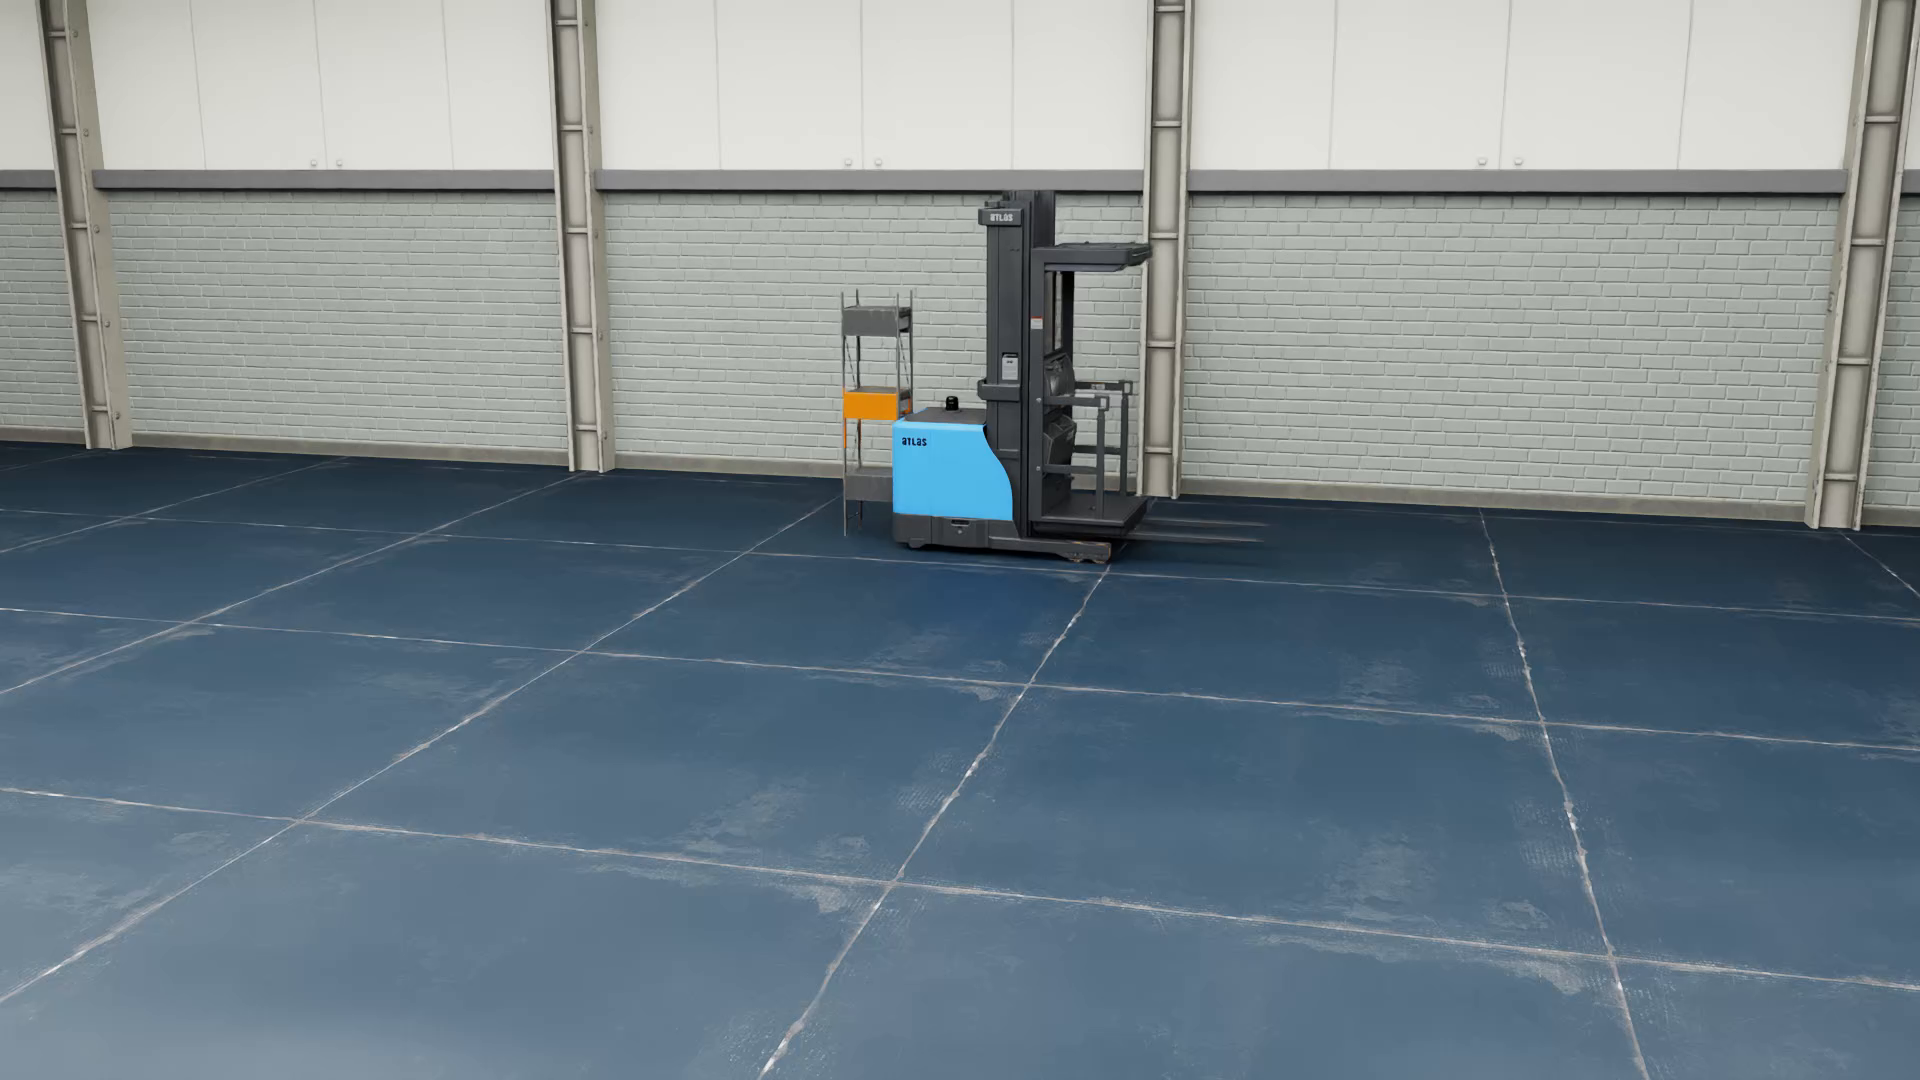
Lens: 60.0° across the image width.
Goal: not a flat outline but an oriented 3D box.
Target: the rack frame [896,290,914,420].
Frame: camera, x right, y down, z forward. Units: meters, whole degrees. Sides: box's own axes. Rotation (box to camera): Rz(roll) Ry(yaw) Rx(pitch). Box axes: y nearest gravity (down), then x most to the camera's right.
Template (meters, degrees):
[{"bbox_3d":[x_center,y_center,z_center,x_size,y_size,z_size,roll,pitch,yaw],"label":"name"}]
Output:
[{"bbox_3d":[-0.464,-1.055,14.139,0.015,2.100,0.400,4,13,16],"label":"rack frame"}]

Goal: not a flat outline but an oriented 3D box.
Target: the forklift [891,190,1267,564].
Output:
[{"bbox_3d":[1.003,-1.366,13.626,3.031,2.935,1.130,4,13,16],"label":"forklift"}]

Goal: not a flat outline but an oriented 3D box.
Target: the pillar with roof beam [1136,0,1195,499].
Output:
[{"bbox_3d":[0.904,-3.927,11.156,0.400,9.000,9.100,3,13,14],"label":"pillar with roof beam"}]

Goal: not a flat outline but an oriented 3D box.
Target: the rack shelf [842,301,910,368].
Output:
[{"bbox_3d":[-0.697,-1.740,14.058,0.480,0.518,0.431,4,13,16],"label":"rack shelf"}]

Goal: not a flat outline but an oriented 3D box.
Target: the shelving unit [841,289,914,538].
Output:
[{"bbox_3d":[-0.697,-1.070,14.207,0.503,2.100,0.431,4,13,16],"label":"shelving unit"}]

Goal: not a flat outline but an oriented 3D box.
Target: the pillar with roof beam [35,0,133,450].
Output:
[{"bbox_3d":[-10.747,-4.549,13.963,0.400,9.000,9.100,3,13,14],"label":"pillar with roof beam"}]

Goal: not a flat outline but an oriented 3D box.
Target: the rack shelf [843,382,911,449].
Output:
[{"bbox_3d":[-0.697,-1.056,14.210,0.480,0.518,0.431,4,13,16],"label":"rack shelf"}]

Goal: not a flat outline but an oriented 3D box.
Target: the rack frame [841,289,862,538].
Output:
[{"bbox_3d":[-0.931,-1.085,14.275,0.015,2.100,0.400,4,13,16],"label":"rack frame"}]

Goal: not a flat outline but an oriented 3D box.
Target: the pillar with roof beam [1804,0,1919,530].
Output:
[{"bbox_3d":[6.729,-3.615,9.753,0.400,9.000,9.100,3,13,14],"label":"pillar with roof beam"}]

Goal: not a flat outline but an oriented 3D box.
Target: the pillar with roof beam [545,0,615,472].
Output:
[{"bbox_3d":[-4.922,-4.238,12.559,0.400,9.000,9.100,3,13,14],"label":"pillar with roof beam"}]

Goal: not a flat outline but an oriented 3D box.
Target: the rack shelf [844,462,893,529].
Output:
[{"bbox_3d":[-0.697,-0.373,14.362,0.480,0.518,0.431,4,13,16],"label":"rack shelf"}]
